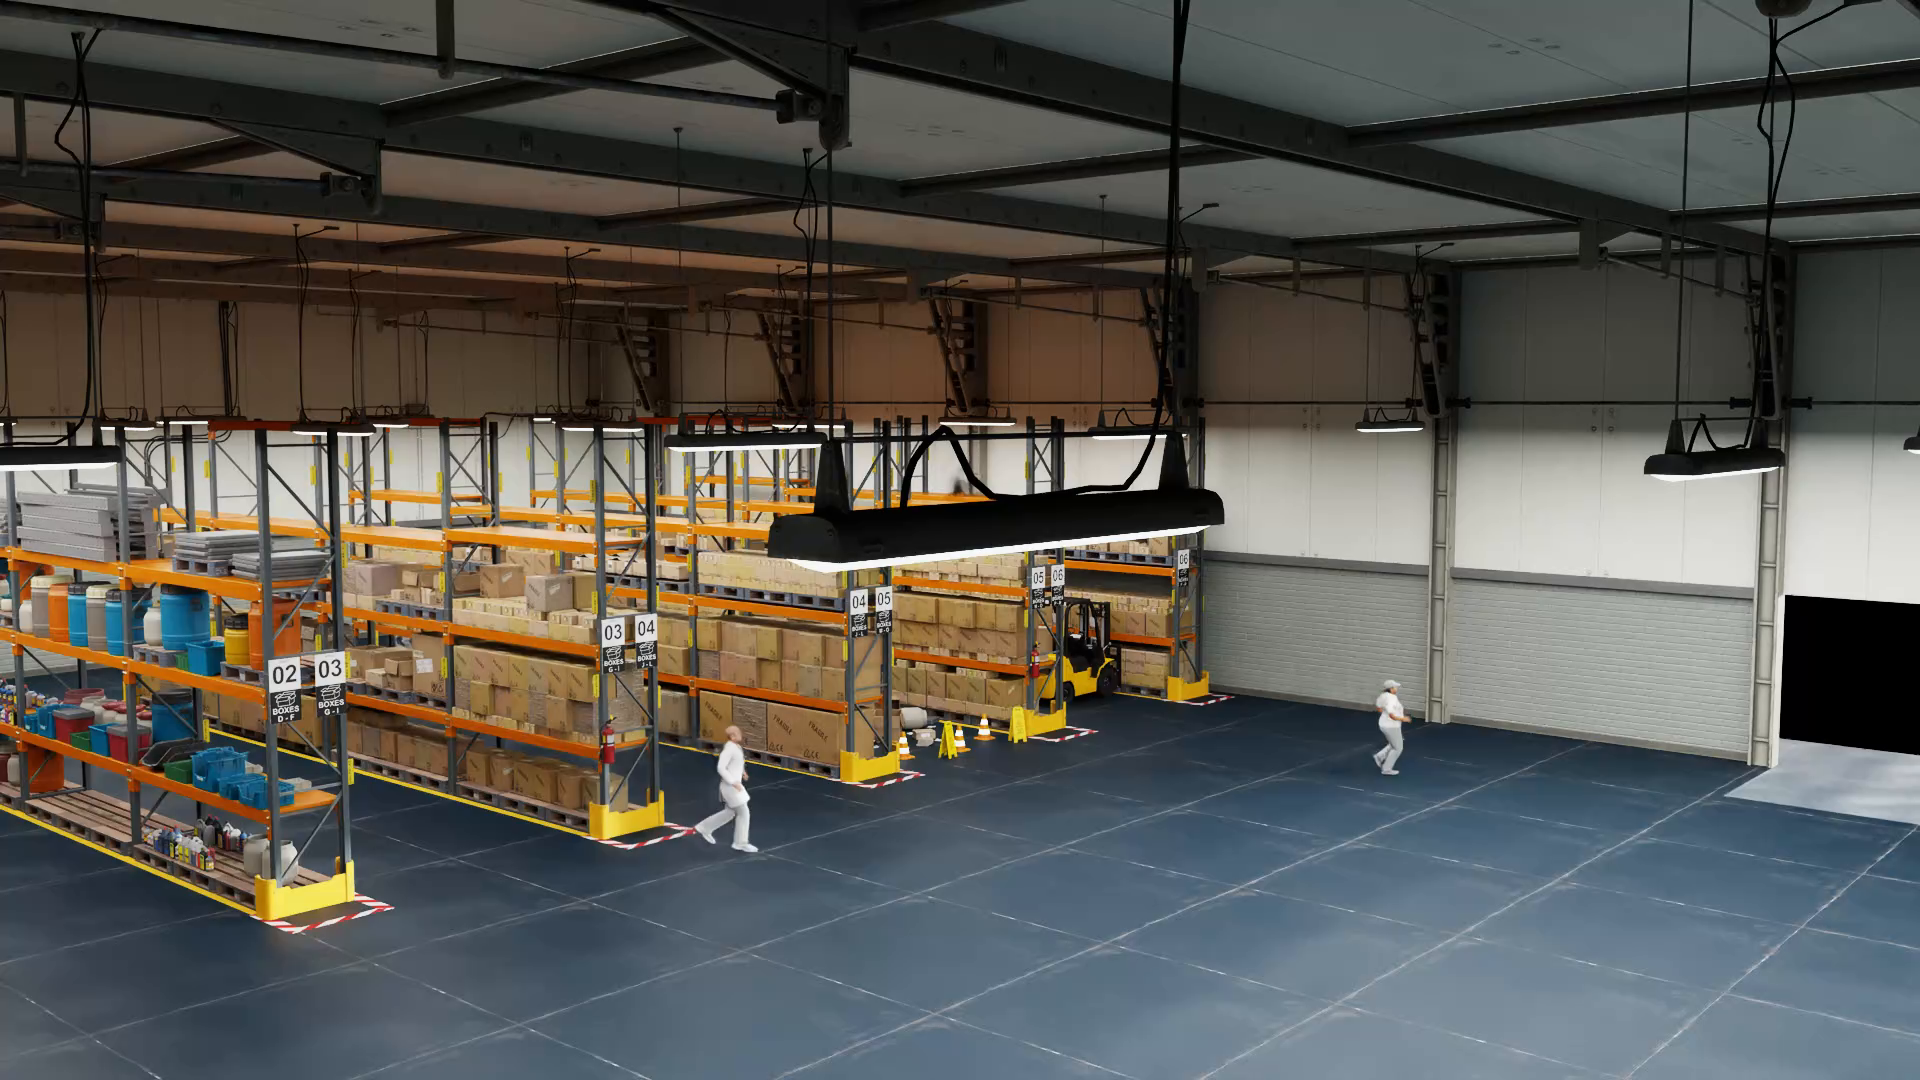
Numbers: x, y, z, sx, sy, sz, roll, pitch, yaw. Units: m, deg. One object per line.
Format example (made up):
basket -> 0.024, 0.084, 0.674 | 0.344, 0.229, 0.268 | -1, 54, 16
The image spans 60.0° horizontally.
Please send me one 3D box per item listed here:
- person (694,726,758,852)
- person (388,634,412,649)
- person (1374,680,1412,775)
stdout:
person -> -3.302, 3.507, 23.440 | 0.889, 1.801, 0.722 | -1, 5, -9
person -> -13.572, 2.089, 40.322 | 0.641, 1.785, 0.701 | 2, 5, 26
person -> 7.355, 3.173, 28.252 | 0.550, 1.620, 0.600 | 0, 5, -2
